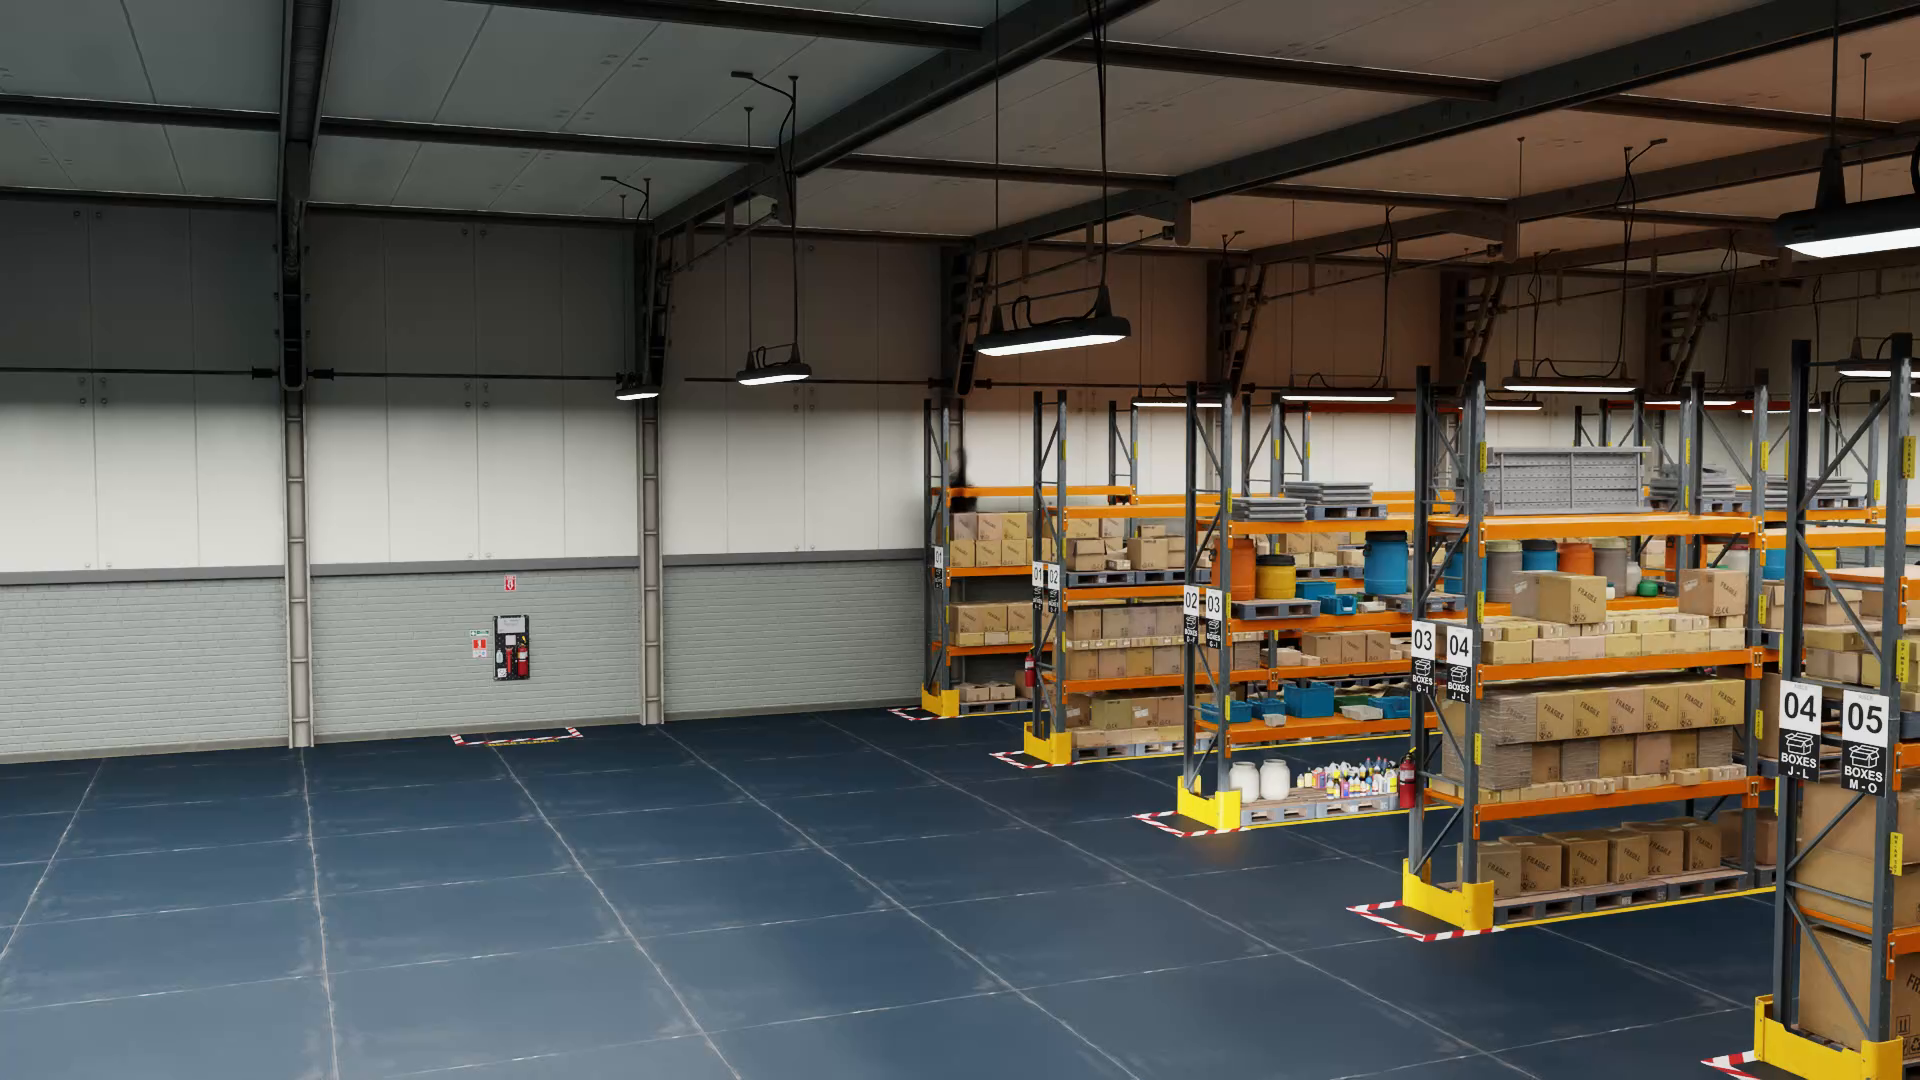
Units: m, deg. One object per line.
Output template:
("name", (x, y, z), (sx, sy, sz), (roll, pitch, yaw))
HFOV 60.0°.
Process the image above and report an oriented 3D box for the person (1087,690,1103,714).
("person", (2.553, 2.588, 29.646), (0.688, 1.682, 0.541), (-2, 4, -32))
